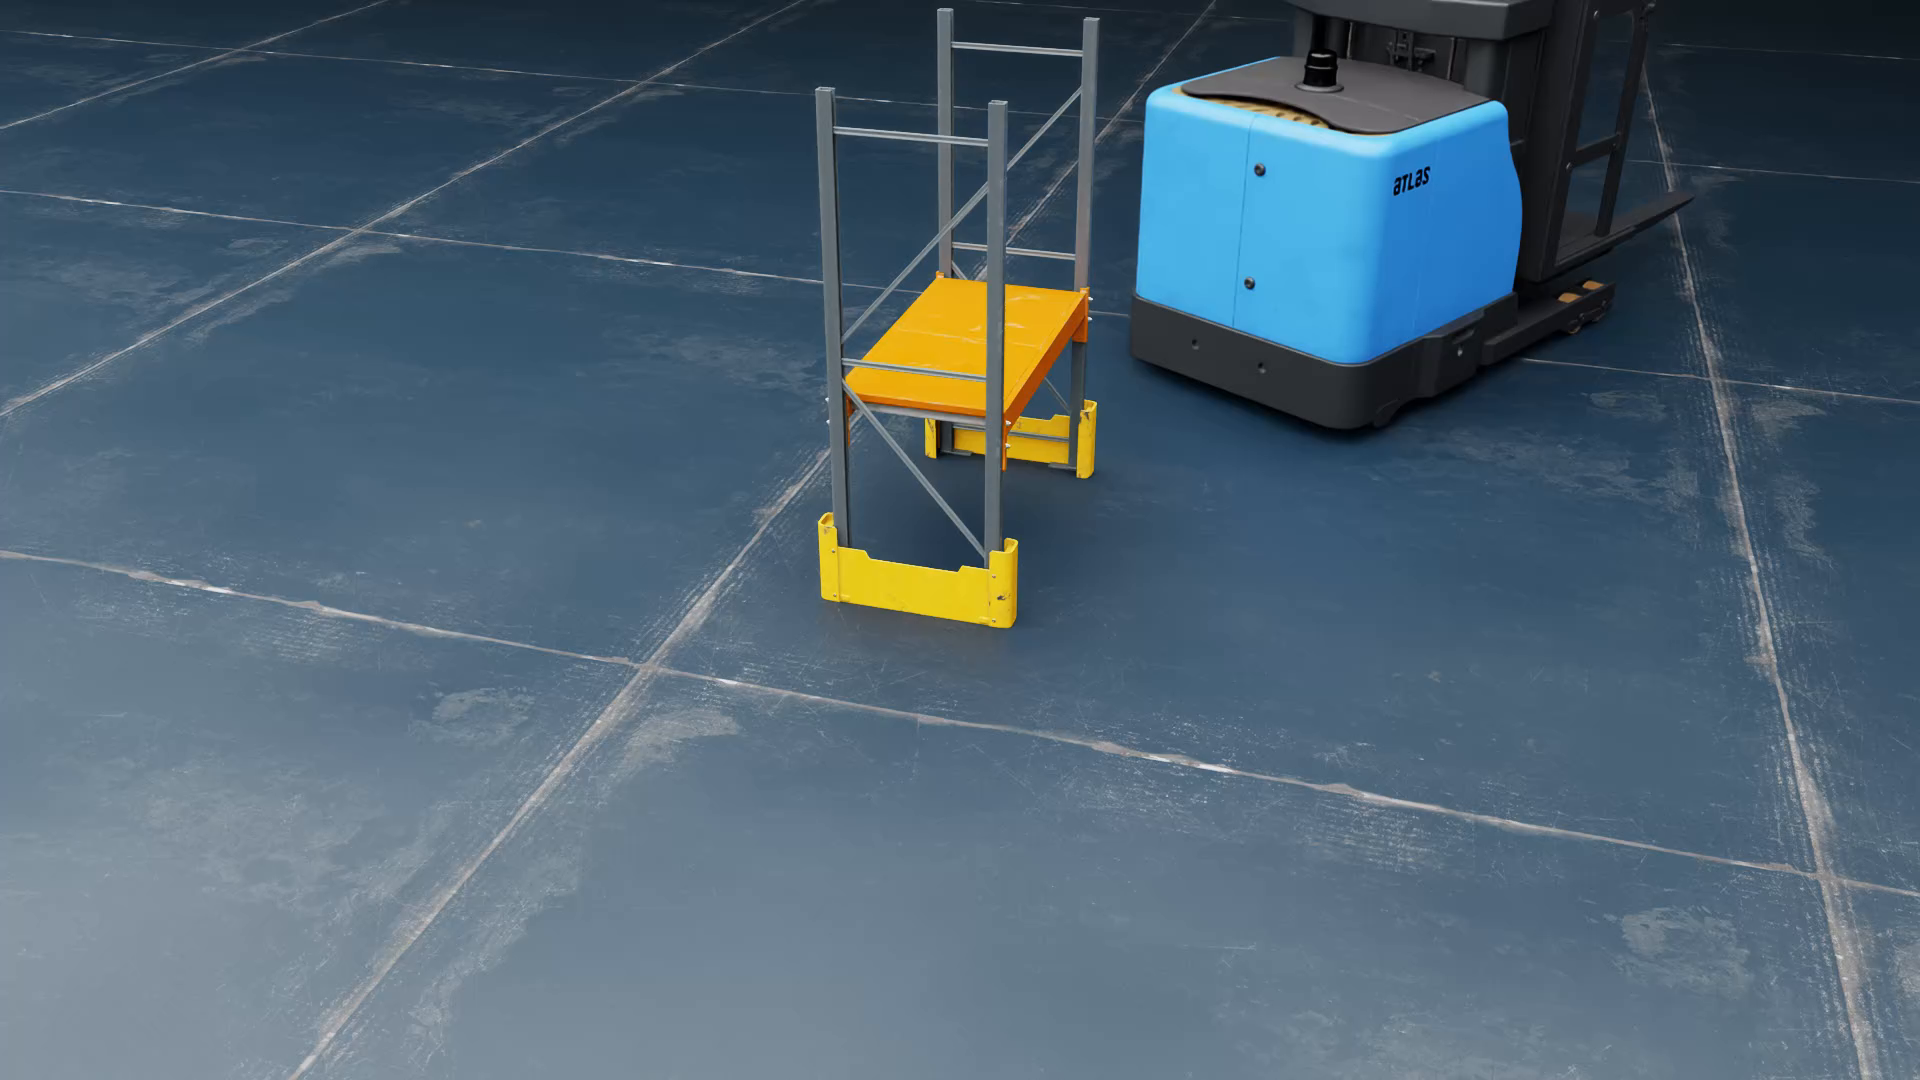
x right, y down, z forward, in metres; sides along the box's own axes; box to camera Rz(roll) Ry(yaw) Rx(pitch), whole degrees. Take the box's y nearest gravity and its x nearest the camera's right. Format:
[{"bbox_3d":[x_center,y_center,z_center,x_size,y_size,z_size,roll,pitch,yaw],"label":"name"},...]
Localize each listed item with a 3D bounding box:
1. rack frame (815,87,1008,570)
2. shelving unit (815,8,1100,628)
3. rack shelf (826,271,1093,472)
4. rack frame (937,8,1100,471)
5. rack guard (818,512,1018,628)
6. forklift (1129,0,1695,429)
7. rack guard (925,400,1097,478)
[{"bbox_3d":[-0.124,-0.459,4.532,0.500,1.500,0.032,8,30,15],"label":"rack frame"},{"bbox_3d":[0.022,-0.691,4.949,0.587,1.500,1.083,8,30,15],"label":"shelving unit"},{"bbox_3d":[0.025,-0.538,5.044,0.538,0.185,1.000,8,30,15],"label":"rack shelf"},{"bbox_3d":[0.174,-0.931,5.381,0.500,1.500,0.032,8,30,15],"label":"rack frame"},{"bbox_3d":[-0.124,0.087,4.837,0.587,0.250,0.087,8,30,15],"label":"rack guard"},{"bbox_3d":[2.059,-2.277,6.329,3.031,2.935,1.130,-25,38,-37],"label":"forklift"},{"bbox_3d":[0.169,-0.376,5.669,0.587,0.250,0.087,8,30,15],"label":"rack guard"}]
